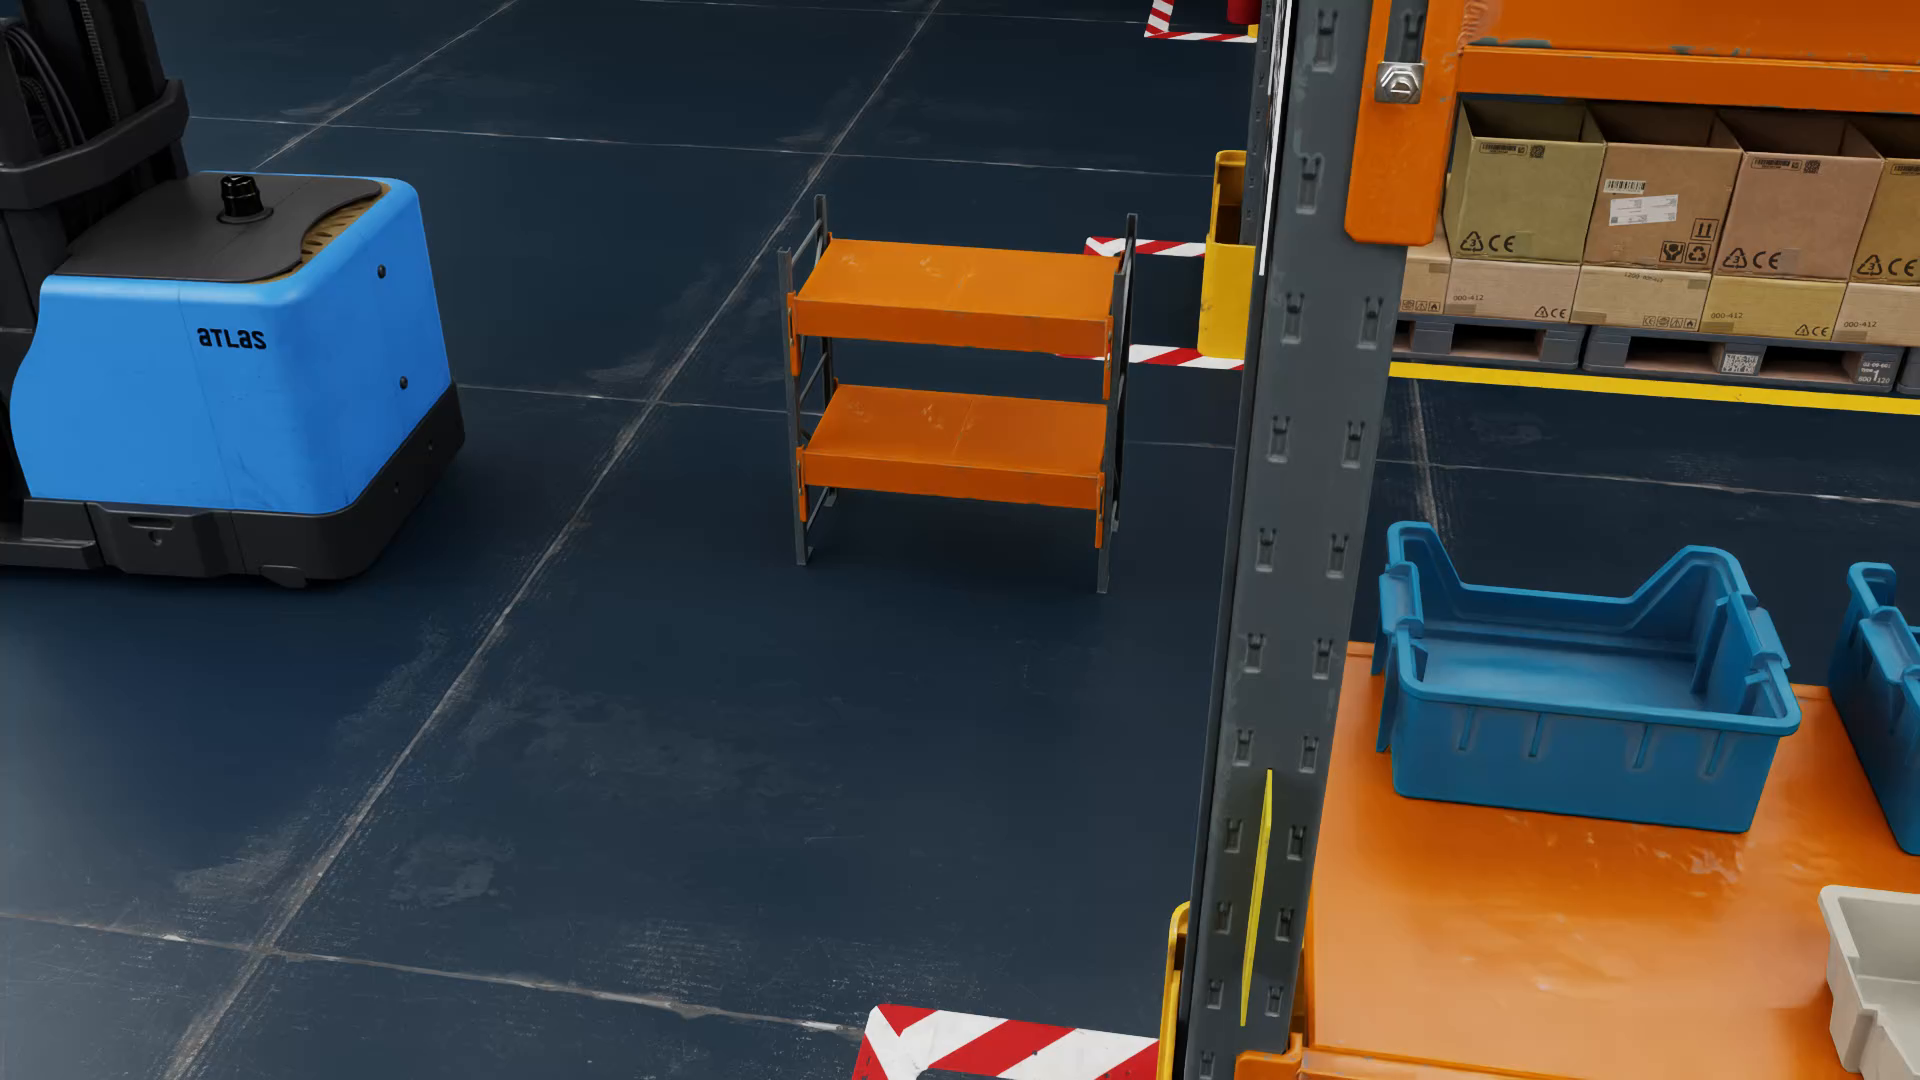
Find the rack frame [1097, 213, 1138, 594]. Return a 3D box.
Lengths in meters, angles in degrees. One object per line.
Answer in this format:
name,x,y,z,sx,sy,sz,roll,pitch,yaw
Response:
rack frame,0.508,-0.431,5.378,0.032,1.125,0.500,5,32,8

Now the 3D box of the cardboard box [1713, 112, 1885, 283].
cardboard box,3.255,-1.362,6.588,0.500,0.500,0.500,5,32,8

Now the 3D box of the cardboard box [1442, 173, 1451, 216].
cardboard box,2.359,-1.412,7.375,0.500,0.250,0.500,5,32,8

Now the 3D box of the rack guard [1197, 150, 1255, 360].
rack guard,1.262,-1.274,7.314,0.348,0.500,1.175,5,32,8

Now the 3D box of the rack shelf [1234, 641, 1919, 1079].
rack shelf,2.420,0.742,2.415,4.000,0.370,1.077,5,32,8

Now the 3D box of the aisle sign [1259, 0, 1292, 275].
aisle sign,0.328,-0.696,1.585,0.004,0.787,0.394,5,32,8

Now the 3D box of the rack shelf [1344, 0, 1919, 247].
rack shelf,2.420,-0.529,1.619,4.000,0.370,1.077,5,32,8

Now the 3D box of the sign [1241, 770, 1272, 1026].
sign,0.352,0.429,1.977,0.005,0.325,0.100,5,32,8

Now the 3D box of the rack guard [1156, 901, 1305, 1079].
rack guard,0.532,1.301,3.201,0.348,0.500,1.175,5,32,8

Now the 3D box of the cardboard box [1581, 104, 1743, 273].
cardboard box,2.765,-1.416,6.674,0.500,0.500,0.500,5,32,8

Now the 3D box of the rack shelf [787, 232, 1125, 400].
rack shelf,0.007,-0.724,5.295,1.000,0.278,0.538,5,32,8

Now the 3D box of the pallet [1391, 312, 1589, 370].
pallet,2.047,-1.103,7.313,1.213,0.211,1.003,5,32,8

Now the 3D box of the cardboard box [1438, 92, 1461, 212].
cardboard box,1.864,-1.770,7.239,0.500,0.500,0.500,5,32,8

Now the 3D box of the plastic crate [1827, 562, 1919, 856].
plastic crate,1.632,0.271,2.630,0.408,0.251,0.499,5,32,8

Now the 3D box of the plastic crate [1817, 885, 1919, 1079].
plastic crate,1.277,0.619,2.183,0.250,0.136,0.298,5,32,8

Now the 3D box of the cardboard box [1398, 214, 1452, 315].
cardboard box,1.777,-1.180,7.003,0.500,0.250,0.500,5,32,8

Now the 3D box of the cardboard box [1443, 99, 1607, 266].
cardboard box,2.270,-1.454,6.735,0.500,0.500,0.500,5,32,8

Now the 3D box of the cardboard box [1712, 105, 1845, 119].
cardboard box,3.345,-1.643,7.036,0.500,0.500,0.500,5,32,8

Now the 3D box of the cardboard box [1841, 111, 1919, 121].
cardboard box,3.838,-1.599,6.966,0.500,0.500,0.500,5,32,8

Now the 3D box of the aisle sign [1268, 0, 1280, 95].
aisle sign,0.428,-1.005,2.078,0.004,0.787,0.394,5,32,8

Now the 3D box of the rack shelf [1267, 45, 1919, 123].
rack shelf,3.257,-1.848,6.553,4.000,0.370,1.077,5,32,8

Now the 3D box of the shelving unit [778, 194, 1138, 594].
shelving unit,0.007,-0.476,5.451,1.048,1.125,0.538,5,32,8

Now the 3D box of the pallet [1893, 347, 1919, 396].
pallet,4.452,-0.885,6.965,1.213,0.211,1.003,5,32,8

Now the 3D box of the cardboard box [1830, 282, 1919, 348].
cardboard box,3.748,-1.001,6.717,0.500,0.250,0.500,5,32,8

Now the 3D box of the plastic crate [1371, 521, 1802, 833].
plastic crate,0.992,0.210,2.727,0.616,0.251,0.499,5,32,8

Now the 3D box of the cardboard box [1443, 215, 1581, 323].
cardboard box,2.270,-1.137,6.935,0.500,0.250,0.500,5,32,8

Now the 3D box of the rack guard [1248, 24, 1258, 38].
rack guard,2.190,-3.856,11.440,0.348,0.500,1.175,5,32,8

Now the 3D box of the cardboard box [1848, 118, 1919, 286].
cardboard box,3.750,-1.325,6.529,0.500,0.500,0.500,5,32,8

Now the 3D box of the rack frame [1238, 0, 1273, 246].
rack frame,1.286,-2.331,6.648,0.127,3.000,1.000,5,32,8

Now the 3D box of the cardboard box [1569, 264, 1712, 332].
cardboard box,2.763,-1.092,6.863,0.500,0.250,0.500,5,32,8

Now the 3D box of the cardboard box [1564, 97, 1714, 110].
cardboard box,2.853,-1.688,7.108,0.500,0.500,0.500,5,32,8

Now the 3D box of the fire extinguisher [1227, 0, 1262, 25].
fire extinguisher,1.247,-2.552,7.073,0.183,0.674,0.296,5,32,8

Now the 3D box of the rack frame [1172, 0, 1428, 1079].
rack frame,0.448,0.261,2.506,0.053,2.616,0.949,5,32,8

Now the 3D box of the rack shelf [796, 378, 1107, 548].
rack shelf,0.007,-0.269,5.580,1.000,0.278,0.538,5,32,8

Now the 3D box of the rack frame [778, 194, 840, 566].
rack frame,-0.494,-0.522,5.523,0.032,1.125,0.500,5,32,8

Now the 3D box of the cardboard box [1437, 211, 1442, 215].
cardboard box,1.864,-1.451,7.436,0.500,0.250,0.500,5,32,8

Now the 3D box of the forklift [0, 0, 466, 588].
forklift,-3.399,-1.413,5.244,3.031,2.935,1.130,3,32,5

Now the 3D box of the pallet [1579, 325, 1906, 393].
pallet,3.246,-0.993,7.137,1.213,0.211,1.003,5,32,8

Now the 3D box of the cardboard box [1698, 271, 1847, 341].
cardboard box,3.255,-1.045,6.788,0.500,0.250,0.500,5,32,8
